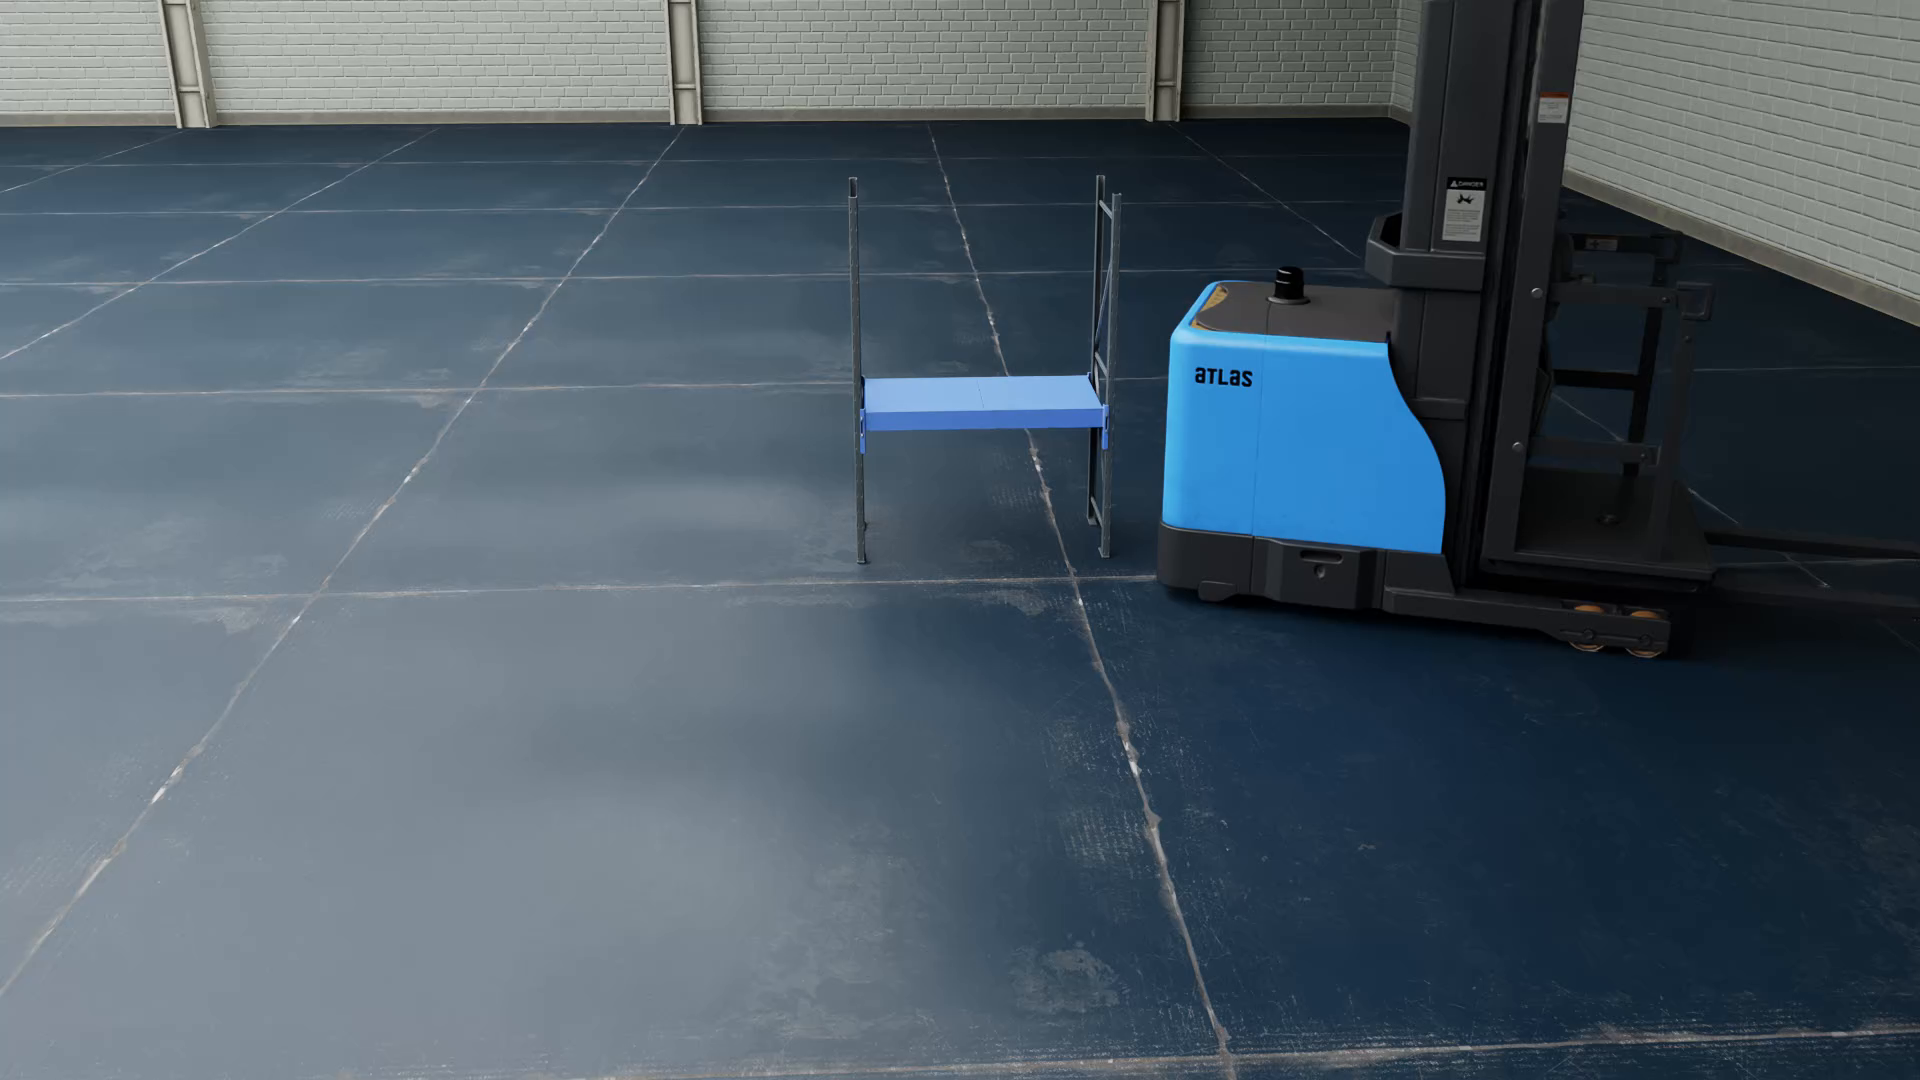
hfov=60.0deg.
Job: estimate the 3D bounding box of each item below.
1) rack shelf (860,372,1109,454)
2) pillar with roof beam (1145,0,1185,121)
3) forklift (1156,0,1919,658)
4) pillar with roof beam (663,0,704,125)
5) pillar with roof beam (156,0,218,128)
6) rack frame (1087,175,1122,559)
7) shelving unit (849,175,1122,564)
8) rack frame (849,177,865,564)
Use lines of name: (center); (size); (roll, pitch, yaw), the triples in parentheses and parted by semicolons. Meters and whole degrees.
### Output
rack shelf: (0.085, -0.535, 6.923); (1.000, 0.185, 0.538); (-1, 21, -3)
pillar with roof beam: (2.821, -8.025, 15.552); (0.400, 9.000, 9.100); (-1, 21, -3)
forklift: (2.346, -1.155, 6.036); (3.031, 2.935, 1.130); (6, 22, 15)
pillar with roof beam: (-3.169, -7.903, 15.231); (0.400, 9.000, 9.100); (-1, 21, -3)
pillar with roof beam: (-9.159, -7.781, 14.911); (0.400, 9.000, 9.100); (-1, 21, -3)
rack frame: (0.593, -0.713, 6.886); (0.032, 1.500, 0.500); (-1, 21, -3)
shelving unit: (0.085, -0.703, 6.859); (1.048, 1.500, 0.538); (-1, 21, -3)
rack frame: (-0.422, -0.692, 6.832); (0.032, 1.500, 0.500); (-1, 21, -3)
